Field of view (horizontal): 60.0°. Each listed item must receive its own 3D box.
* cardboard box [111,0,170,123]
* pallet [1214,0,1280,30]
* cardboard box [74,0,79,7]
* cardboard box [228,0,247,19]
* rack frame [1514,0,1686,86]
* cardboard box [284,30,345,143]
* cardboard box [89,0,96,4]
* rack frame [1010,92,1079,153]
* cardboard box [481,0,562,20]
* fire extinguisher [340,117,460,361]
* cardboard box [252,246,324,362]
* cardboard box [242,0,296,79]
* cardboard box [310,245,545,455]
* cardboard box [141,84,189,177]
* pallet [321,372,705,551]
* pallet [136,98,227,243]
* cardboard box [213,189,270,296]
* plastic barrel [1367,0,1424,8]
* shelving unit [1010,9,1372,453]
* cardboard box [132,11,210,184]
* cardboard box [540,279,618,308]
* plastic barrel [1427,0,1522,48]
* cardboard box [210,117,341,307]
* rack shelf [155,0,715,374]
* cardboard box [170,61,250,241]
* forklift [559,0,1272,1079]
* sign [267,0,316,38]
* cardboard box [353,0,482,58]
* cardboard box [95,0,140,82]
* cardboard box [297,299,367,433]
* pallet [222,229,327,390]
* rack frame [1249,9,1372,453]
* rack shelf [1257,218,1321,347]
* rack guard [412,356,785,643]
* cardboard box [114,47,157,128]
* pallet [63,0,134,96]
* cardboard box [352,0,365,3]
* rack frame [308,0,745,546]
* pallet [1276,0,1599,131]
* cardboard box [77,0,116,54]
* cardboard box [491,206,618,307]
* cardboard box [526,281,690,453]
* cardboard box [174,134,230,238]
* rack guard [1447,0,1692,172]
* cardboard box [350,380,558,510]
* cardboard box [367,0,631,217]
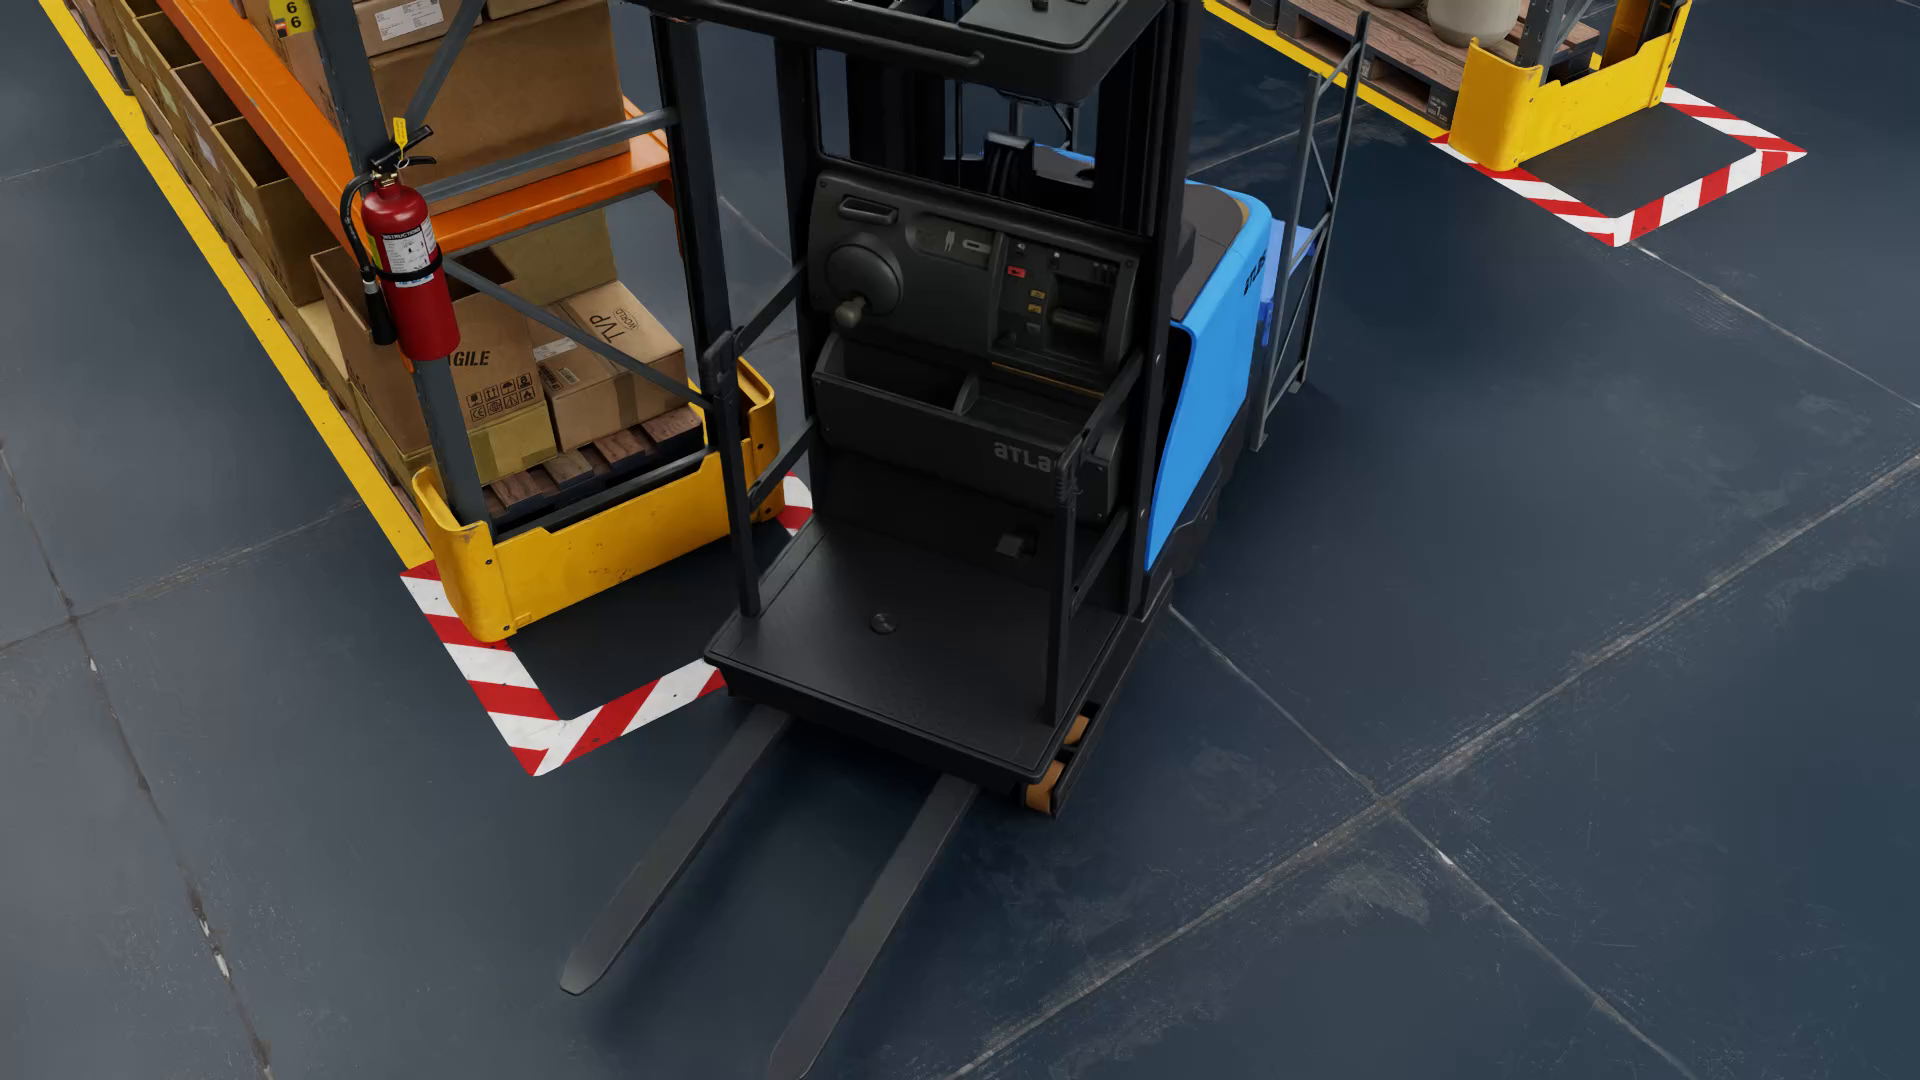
[{"bbox_3d":[-3.171,-2.103,6.924,0.500,0.500,0.500,-26,49,-24],"label":"cardboard box"},{"bbox_3d":[1.645,-3.198,8.947,1.003,0.211,1.213,-26,49,-24],"label":"pallet"},{"bbox_3d":[-4.235,-2.905,8.308,0.500,0.250,0.500,-26,50,-25],"label":"cardboard box"},{"bbox_3d":[-2.328,-2.256,5.869,0.700,0.500,0.500,-24,49,-23],"label":"cardboard box"},{"bbox_3d":[2.881,-3.030,6.751,1.000,3.000,0.127,-26,49,-24],"label":"rack frame"},{"bbox_3d":[-1.745,-1.676,5.261,0.700,0.500,0.500,-24,49,-23],"label":"cardboard box"},{"bbox_3d":[-3.939,-2.817,7.809,0.500,0.311,0.500,-26,49,-24],"label":"cardboard box"},{"bbox_3d":[0.306,-1.360,6.088,0.032,1.500,0.500,21,48,21],"label":"rack frame"},{"bbox_3d":[-1.232,-1.653,4.767,0.380,0.149,0.250,-26,49,-25],"label":"cardboard box"},{"bbox_3d":[-1.497,-0.797,4.468,0.296,0.674,0.183,-26,49,-24],"label":"fire extinguisher"},{"bbox_3d":[-2.316,-0.980,6.292,0.500,0.250,0.500,-26,49,-24],"label":"cardboard box"},{"bbox_3d":[-2.024,-1.960,5.558,0.700,0.500,0.500,-25,49,-24],"label":"cardboard box"},{"bbox_3d":[-1.735,-0.690,5.444,0.500,0.500,0.500,-26,49,-24],"label":"cardboard box"},{"bbox_3d":[-3.174,-1.830,7.182,0.500,0.250,0.500,-26,49,-24],"label":"cardboard box"},{"bbox_3d":[-1.656,-0.483,6.103,1.003,0.211,1.213,-26,49,-24],"label":"pallet"},{"bbox_3d":[-3.051,-1.865,7.551,1.003,0.211,1.213,-26,49,-24],"label":"pallet"},{"bbox_3d":[-2.601,-1.264,6.589,0.500,0.250,0.500,-26,49,-24],"label":"cardboard box"},{"bbox_3d":[2.155,-2.908,8.122,0.421,0.512,0.421,0,44,0],"label":"plastic barrel"},{"bbox_3d":[0.750,-1.188,5.909,1.048,1.500,0.538,21,48,21],"label":"shelving unit"},{"bbox_3d":[-2.891,-1.817,6.625,0.500,0.500,0.500,-26,49,-24],"label":"cardboard box"},{"bbox_3d":[-1.597,-0.906,6.214,0.500,0.250,0.500,-26,49,-24],"label":"cardboard box"},{"bbox_3d":[2.442,-2.624,7.824,0.421,0.512,0.421,0,44,0],"label":"plastic barrel"},{"bbox_3d":[-2.319,-1.250,6.032,0.500,0.500,0.500,-26,49,-24],"label":"cardboard box"},{"bbox_3d":[-2.328,-1.948,6.139,1.077,0.370,4.000,-26,49,-24],"label":"rack shelf"},{"bbox_3d":[-2.604,-1.534,6.329,0.500,0.500,0.500,-26,49,-24],"label":"cardboard box"},{"bbox_3d":[-0.070,-0.605,4.261,1.130,2.935,3.031,18,47,18],"label":"forklift"},{"bbox_3d":[-1.637,-1.373,4.006,0.100,0.325,0.005,-26,49,-24],"label":"sign"},{"bbox_3d":[-1.559,-1.487,4.593,0.380,0.149,0.250,-27,50,-25],"label":"cardboard box"},{"bbox_3d":[-3.464,-2.383,7.218,0.500,0.500,0.500,-26,49,-24],"label":"cardboard box"},{"bbox_3d":[-2.029,-0.698,5.996,0.500,0.250,0.500,-26,49,-24],"label":"cardboard box"},{"bbox_3d":[-2.349,-1.173,6.826,1.003,0.211,1.213,-26,49,-24],"label":"pallet"},{"bbox_3d":[1.194,-1.017,5.729,0.032,1.500,0.500,21,48,21],"label":"rack frame"},{"bbox_3d":[0.750,-1.058,6.033,1.000,0.185,0.538,21,48,21],"label":"rack shelf"},{"bbox_3d":[-1.170,-0.157,5.553,1.175,0.500,0.348,-26,49,-24],"label":"rack guard"},{"bbox_3d":[-3.455,-2.115,7.481,0.500,0.250,0.500,-26,49,-24],"label":"cardboard box"},{"bbox_3d":[-3.926,-2.734,8.461,1.003,0.211,1.213,-26,49,-24],"label":"pallet"},{"bbox_3d":[-1.471,-1.880,4.535,0.700,0.500,0.500,-26,49,-24],"label":"cardboard box"},{"bbox_3d":[-1.184,-1.075,4.704,1.000,3.000,0.127,-26,49,-24],"label":"rack frame"},{"bbox_3d":[2.339,-2.508,8.224,1.003,0.211,1.213,-26,49,-24],"label":"pallet"},{"bbox_3d":[-3.947,-2.618,8.007,0.500,0.250,0.500,-26,50,-25],"label":"cardboard box"},{"bbox_3d":[-1.596,-1.178,5.955,0.500,0.500,0.500,-26,49,-24],"label":"cardboard box"},{"bbox_3d":[-1.308,-0.624,5.919,0.500,0.250,0.500,-26,49,-24],"label":"cardboard box"},{"bbox_3d":[-2.892,-1.545,6.883,0.500,0.250,0.500,-26,49,-24],"label":"cardboard box"},{"bbox_3d":[2.799,-2.150,7.640,1.175,0.500,0.348,-26,49,-24],"label":"rack guard"},{"bbox_3d":[-1.733,-0.419,5.704,0.500,0.250,0.500,-26,49,-24],"label":"cardboard box"},{"bbox_3d":[-1.440,-1.381,4.952,0.700,0.500,0.500,-26,49,-24],"label":"cardboard box"}]
